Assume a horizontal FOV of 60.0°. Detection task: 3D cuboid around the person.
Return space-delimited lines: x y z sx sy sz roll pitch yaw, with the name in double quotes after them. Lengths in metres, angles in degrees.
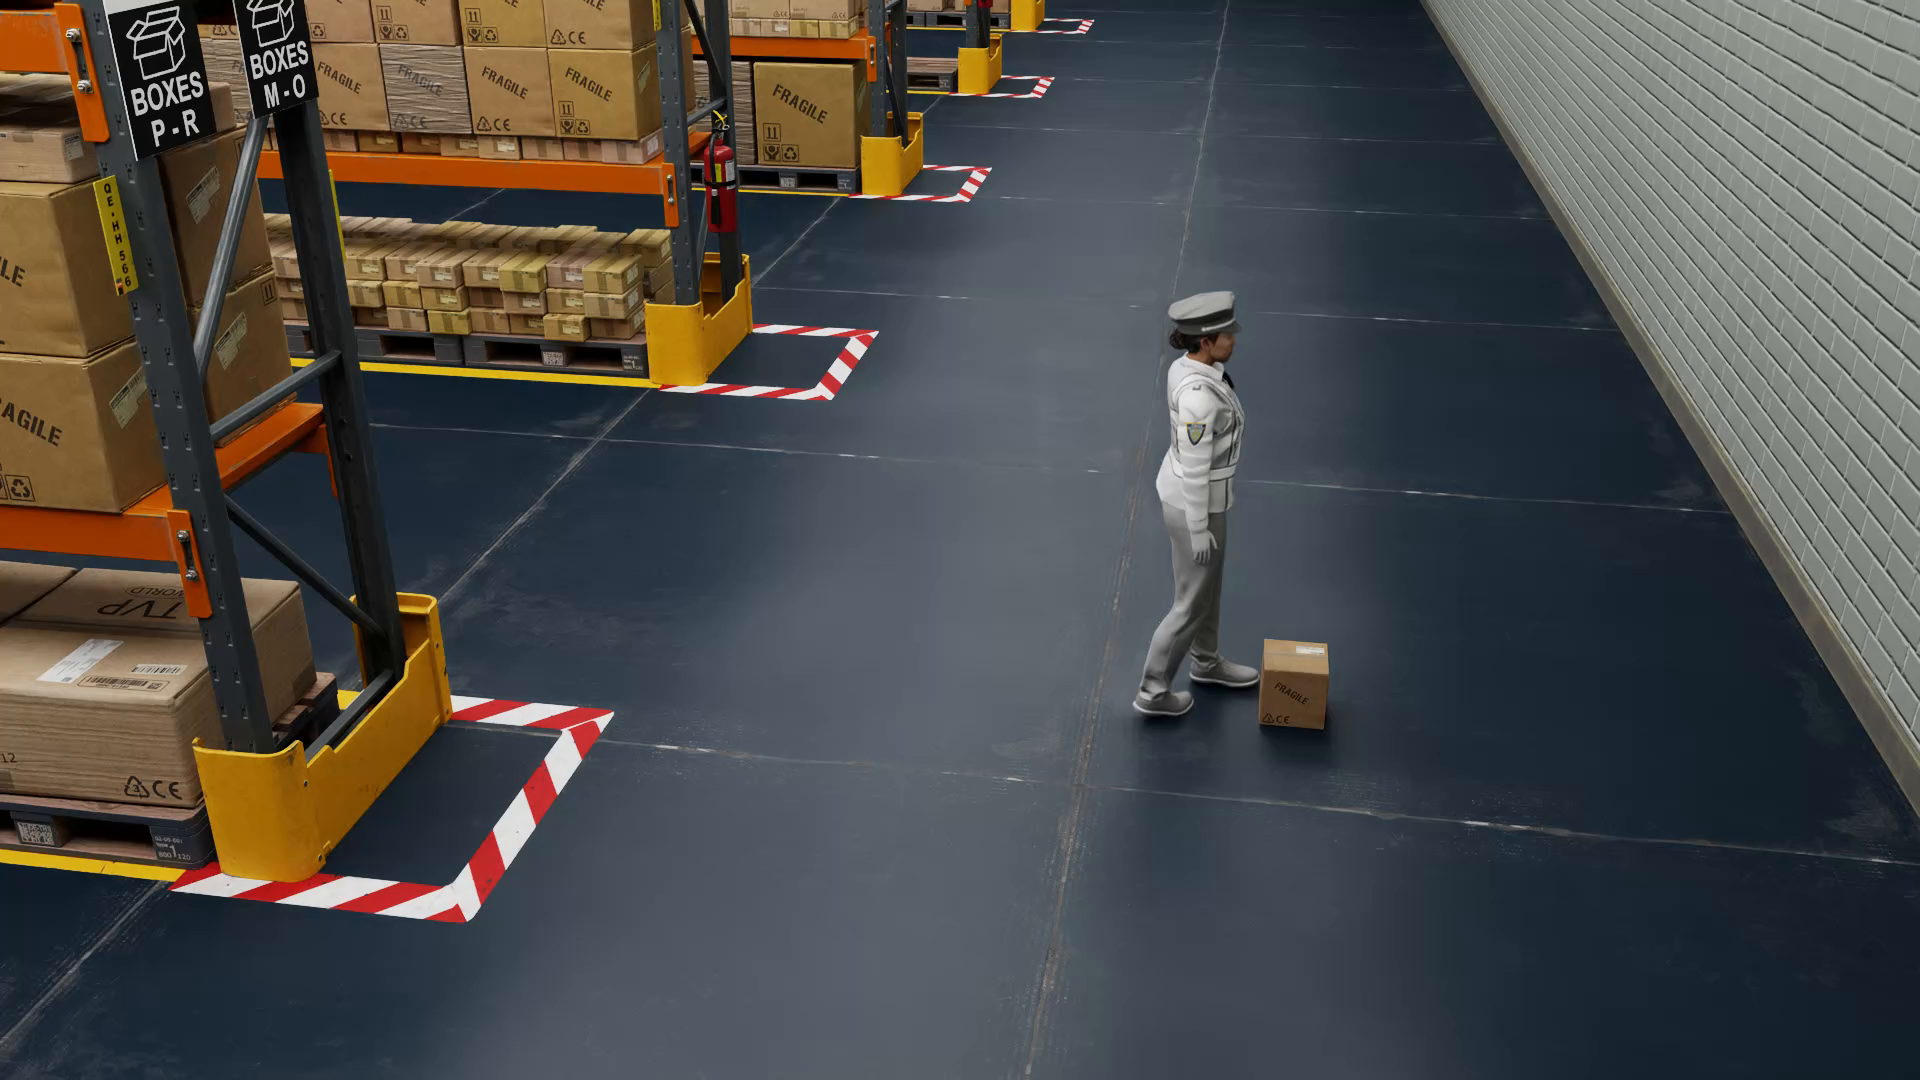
0.951 -0.135 6.377 0.538 1.689 0.509 1 25 1 "person"
